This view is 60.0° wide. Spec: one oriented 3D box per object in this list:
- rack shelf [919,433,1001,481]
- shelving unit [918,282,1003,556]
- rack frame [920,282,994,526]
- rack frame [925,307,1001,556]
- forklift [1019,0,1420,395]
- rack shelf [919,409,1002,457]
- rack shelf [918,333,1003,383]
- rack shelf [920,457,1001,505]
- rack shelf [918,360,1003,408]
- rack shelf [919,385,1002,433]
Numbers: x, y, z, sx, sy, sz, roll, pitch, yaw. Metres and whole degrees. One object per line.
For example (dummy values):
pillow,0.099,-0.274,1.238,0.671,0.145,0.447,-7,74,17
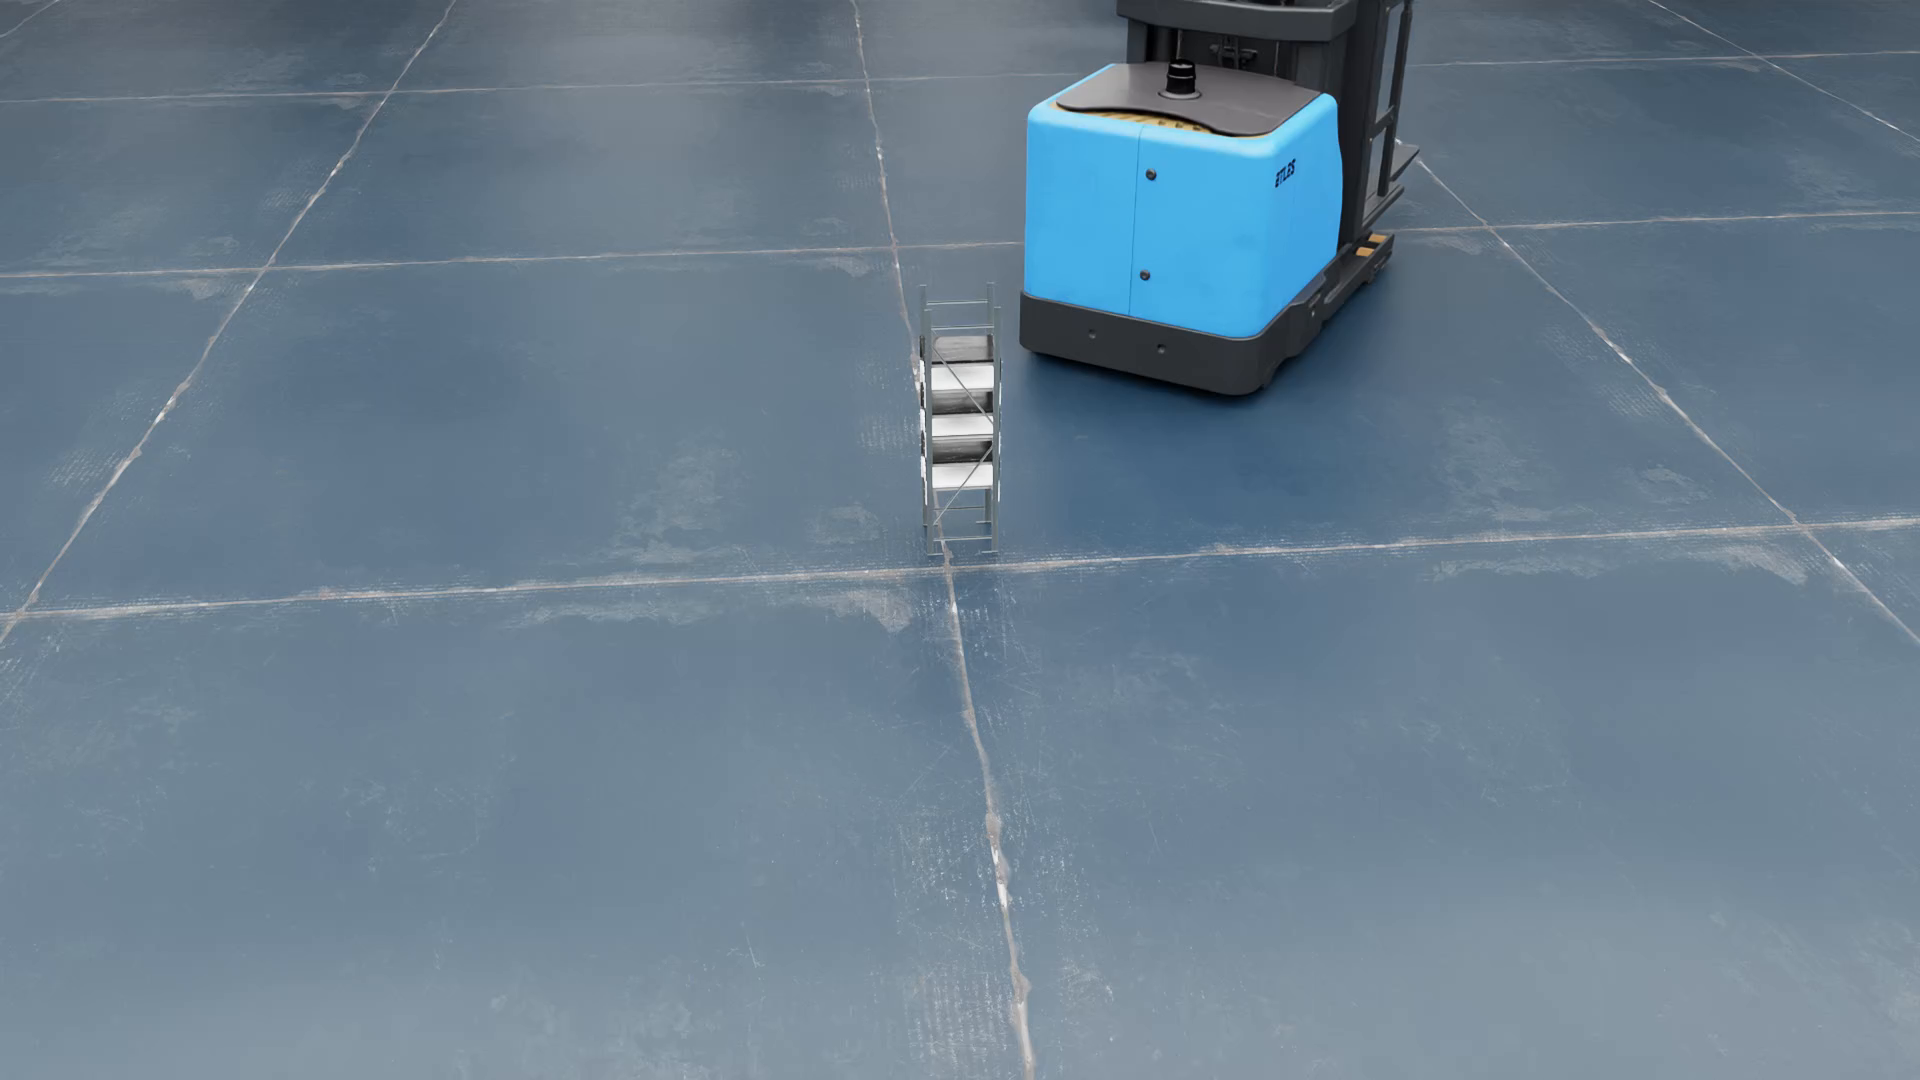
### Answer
rack shelf,-0.001,-0.285,5.589,0.258,0.077,0.200,-3,31,-5
shelving unit,-0.001,-0.390,5.526,0.258,0.900,0.210,-3,31,-5
rack frame,-0.010,-0.442,5.613,0.240,0.900,0.006,-3,31,-5
rack frame,0.009,-0.339,5.439,0.240,0.900,0.006,-3,31,-5
forklift,1.405,-2.558,7.174,1.130,2.935,3.031,16,34,25
rack shelf,-0.001,-0.362,5.543,0.258,0.077,0.200,-3,31,-5
rack shelf,-0.001,-0.594,5.405,0.258,0.077,0.200,-3,31,-5
rack shelf,-0.001,-0.207,5.636,0.258,0.077,0.200,-3,31,-5
rack shelf,-0.001,-0.516,5.451,0.258,0.077,0.200,-3,31,-5
rack shelf,-0.001,-0.439,5.497,0.258,0.077,0.200,-3,31,-5
